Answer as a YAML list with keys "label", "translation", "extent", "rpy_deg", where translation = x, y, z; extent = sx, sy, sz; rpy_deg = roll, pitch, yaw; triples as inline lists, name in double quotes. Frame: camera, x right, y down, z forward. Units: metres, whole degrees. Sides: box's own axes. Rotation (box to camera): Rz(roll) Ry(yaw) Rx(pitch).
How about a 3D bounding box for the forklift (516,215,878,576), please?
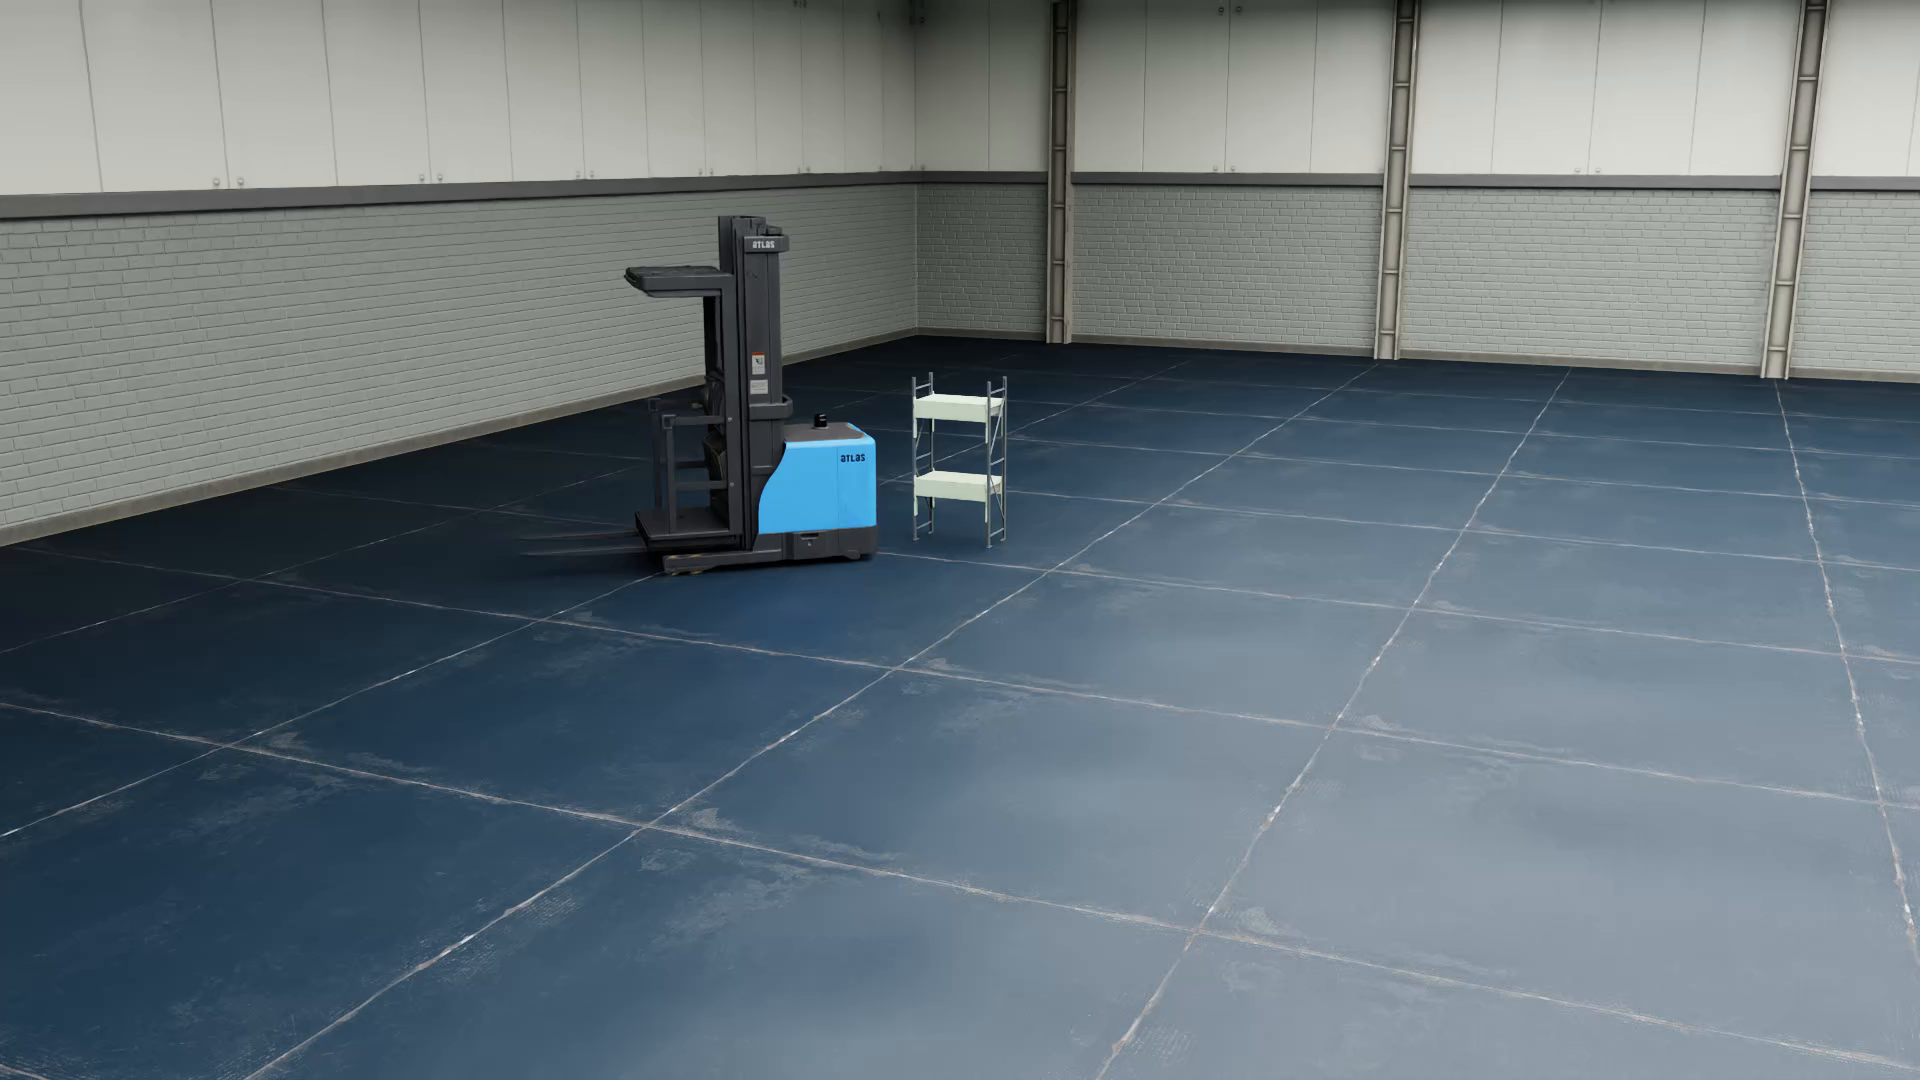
- label: "forklift"
  translation: [-2.291, -1.260, 14.202]
  extent: [3.031, 2.935, 1.130]
  rpy_deg: [-4, 14, -17]

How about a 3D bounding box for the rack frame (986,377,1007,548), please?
- label: "rack frame"
  translation: [0.329, -0.697, 14.937]
  extent: [0.023, 1.500, 0.400]
  rpy_deg: [6, 14, 23]

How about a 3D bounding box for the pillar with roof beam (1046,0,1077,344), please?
- label: "pillar with roof beam"
  translation: [0.096, -7.155, 26.045]
  extent: [0.548, 9.000, 9.100]
  rpy_deg: [6, 14, 23]

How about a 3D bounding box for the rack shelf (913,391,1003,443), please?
- label: "rack shelf"
  translation: [-0.006, -1.111, 14.992]
  extent: [0.720, 0.370, 0.431]
  rpy_deg: [6, 14, 23]

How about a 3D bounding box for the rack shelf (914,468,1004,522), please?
- label: "rack shelf"
  translation: [-0.006, -0.413, 15.156]
  extent: [0.720, 0.370, 0.431]
  rpy_deg: [6, 14, 23]

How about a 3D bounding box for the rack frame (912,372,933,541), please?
- label: "rack frame"
  translation: [-0.341, -0.765, 15.226]
  extent: [0.023, 1.500, 0.400]
  rpy_deg: [6, 14, 23]

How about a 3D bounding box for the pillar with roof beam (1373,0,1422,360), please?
- label: "pillar with roof beam"
  translation: [5.582, -6.600, 23.679]
  extent: [0.400, 9.000, 9.100]
  rpy_deg: [6, 14, 23]

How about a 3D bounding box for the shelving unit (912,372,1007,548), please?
- label: "shelving unit"
  translation: [-0.006, -0.731, 15.081]
  extent: [0.755, 1.500, 0.431]
  rpy_deg: [6, 14, 23]

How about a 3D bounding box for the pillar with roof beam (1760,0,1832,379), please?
- label: "pillar with roof beam"
  translation: [11.067, -6.045, 21.313]
  extent: [0.400, 9.000, 9.100]
  rpy_deg: [6, 14, 23]
